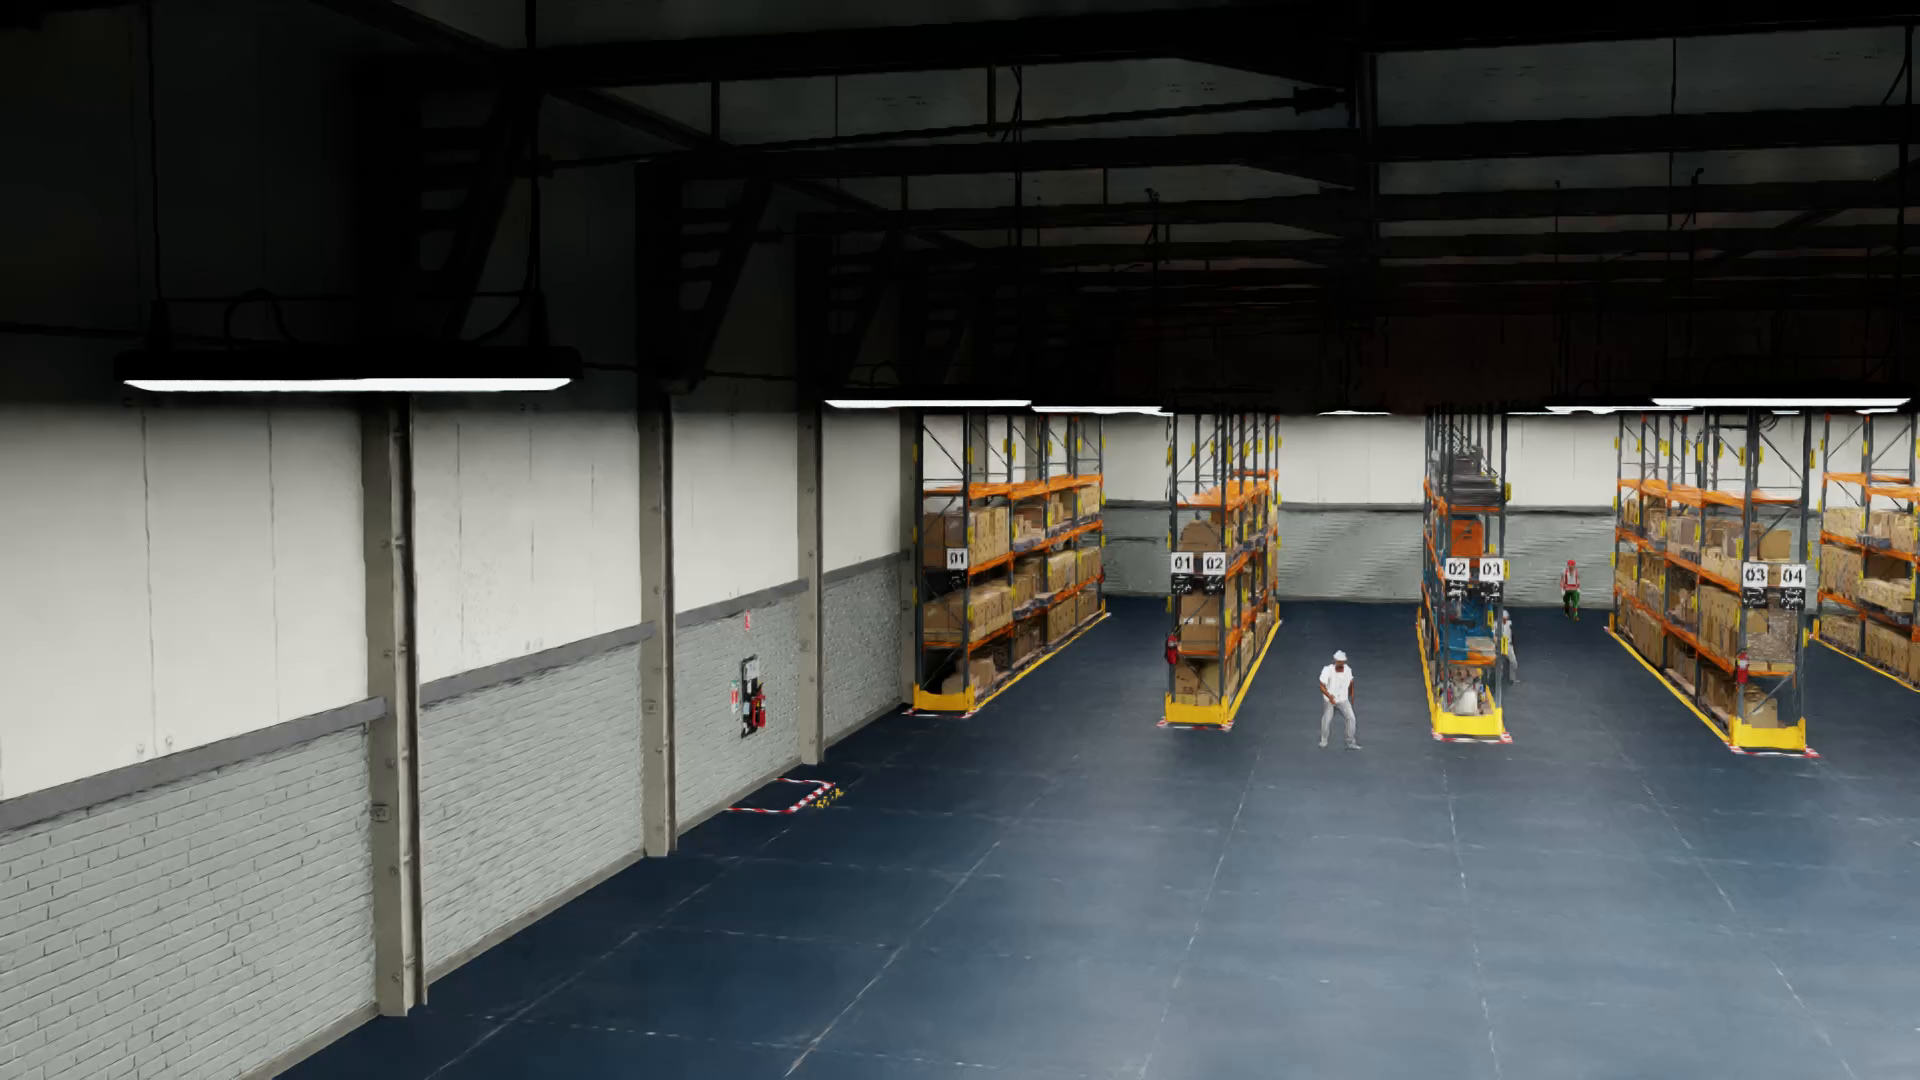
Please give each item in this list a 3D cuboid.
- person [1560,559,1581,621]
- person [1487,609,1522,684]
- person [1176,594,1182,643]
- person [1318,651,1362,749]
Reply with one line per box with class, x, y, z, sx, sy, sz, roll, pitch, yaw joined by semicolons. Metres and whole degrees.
person;17.247;1.387;46.964;0.553;1.709;1.123;1;4;17
person;11.682;2.272;35.844;0.648;1.597;0.818;0;4;-3
person;5.520;1.707;42.132;0.556;1.781;0.631;4;6;45
person;6.505;2.744;28.689;0.704;1.710;0.761;-1;4;-7
